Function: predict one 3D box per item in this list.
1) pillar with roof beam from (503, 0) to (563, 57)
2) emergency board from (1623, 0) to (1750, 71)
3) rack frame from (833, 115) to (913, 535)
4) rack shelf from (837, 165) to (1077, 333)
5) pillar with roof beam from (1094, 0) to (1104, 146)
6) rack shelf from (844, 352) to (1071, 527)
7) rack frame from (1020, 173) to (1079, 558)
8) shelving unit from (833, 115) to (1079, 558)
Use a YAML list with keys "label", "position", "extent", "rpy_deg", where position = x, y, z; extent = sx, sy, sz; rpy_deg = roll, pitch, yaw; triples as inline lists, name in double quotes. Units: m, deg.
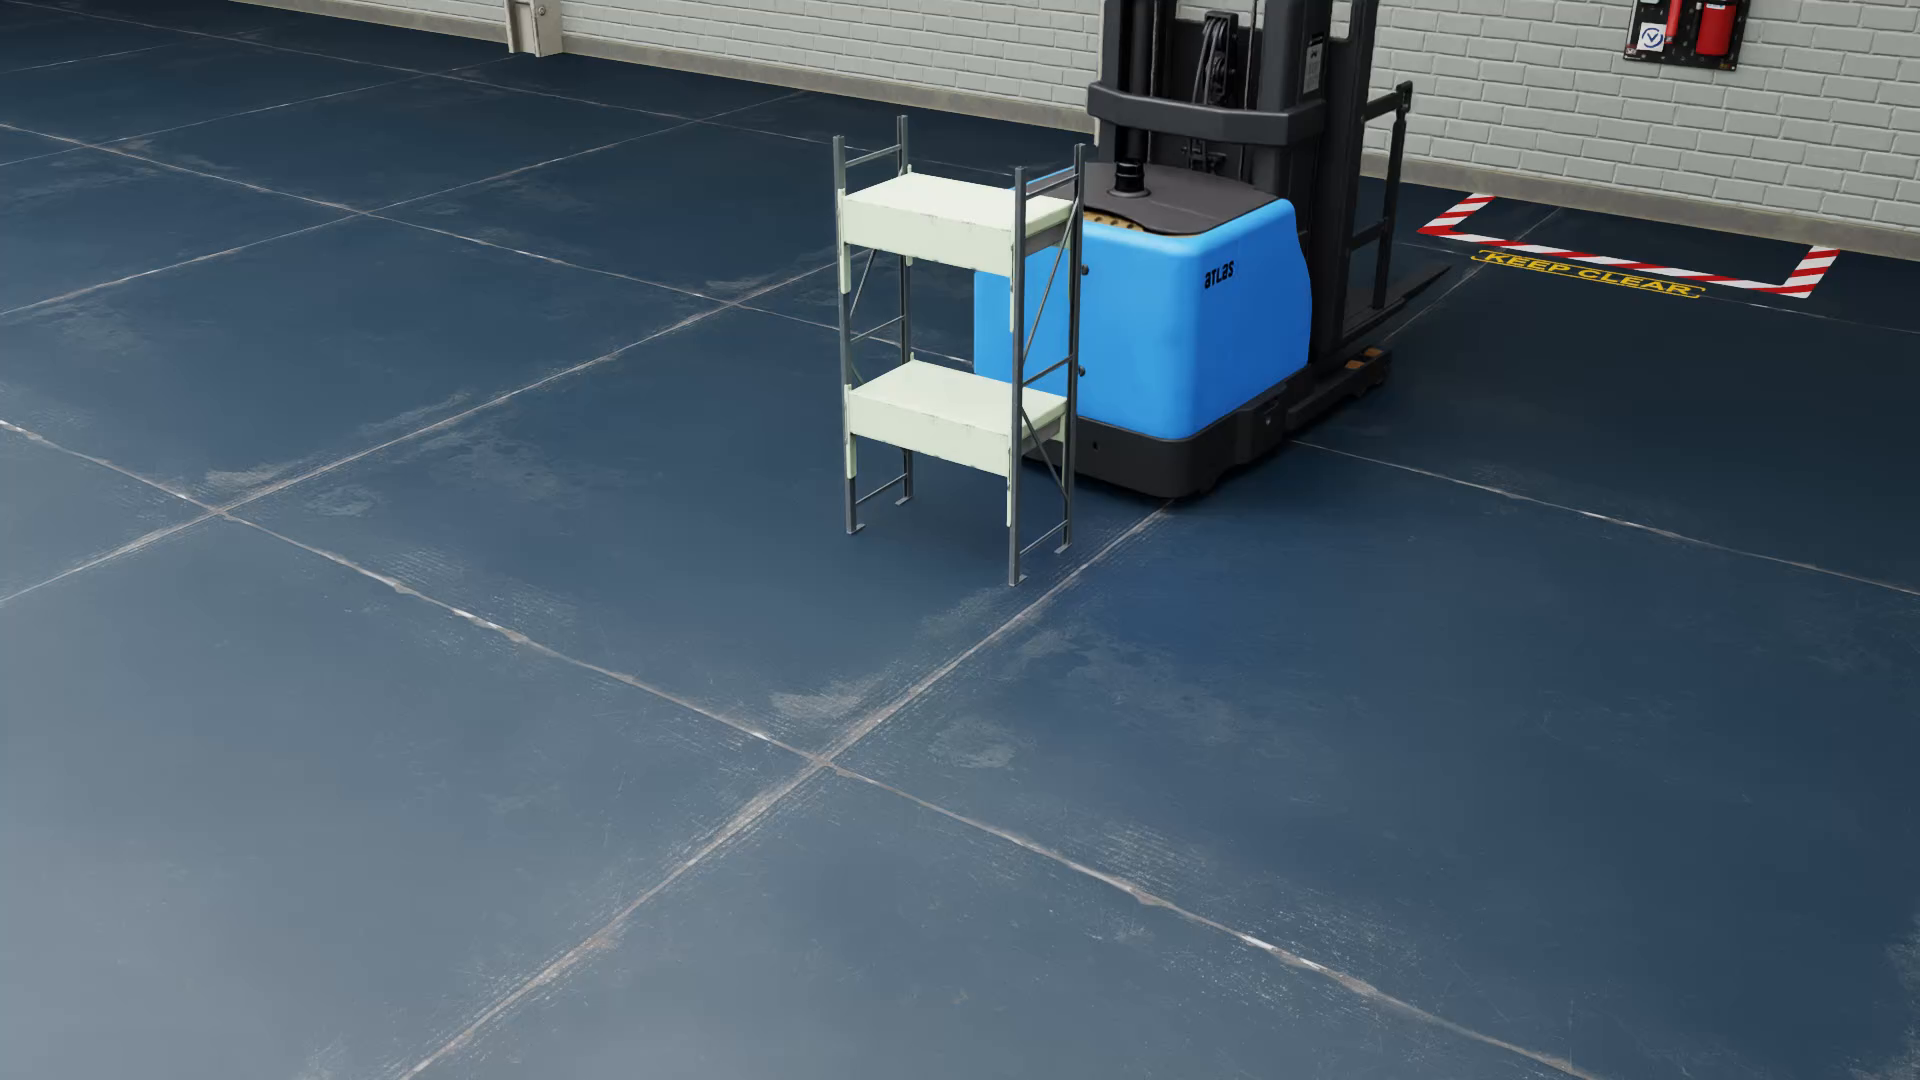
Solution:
- label: "pillar with roof beam"
  position: [-6.192, -6.736, 9.565]
  extent: [0.400, 9.000, 9.100]
  rpy_deg: [17, 32, 30]
- label: "emergency board"
  position: [4.122, -3.239, 9.308]
  extent: [0.643, 1.169, 0.194]
  rpy_deg: [17, 32, 30]
- label: "rack frame"
  position: [-0.307, -0.764, 6.098]
  extent: [0.023, 1.500, 0.400]
  rpy_deg: [17, 32, 30]
- label: "rack shelf"
  position: [-0.006, -1.018, 5.736]
  extent: [0.720, 0.370, 0.431]
  rpy_deg: [17, 32, 30]
- label: "pillar with roof beam"
  position: [-1.246, -5.196, 6.538]
  extent: [0.400, 9.000, 9.100]
  rpy_deg: [17, 32, 30]
- label: "rack shelf"
  position: [-0.006, -0.380, 6.061]
  extent: [0.720, 0.370, 0.431]
  rpy_deg: [17, 32, 30]
- label: "rack frame"
  position: [0.295, -0.576, 5.728]
  extent: [0.010, 1.308, 0.380]
  rpy_deg: [17, 32, 30]
- label: "shelving unit"
  position: [-0.008, -0.671, 5.915]
  extent: [0.748, 1.500, 0.431]
  rpy_deg: [17, 32, 30]
